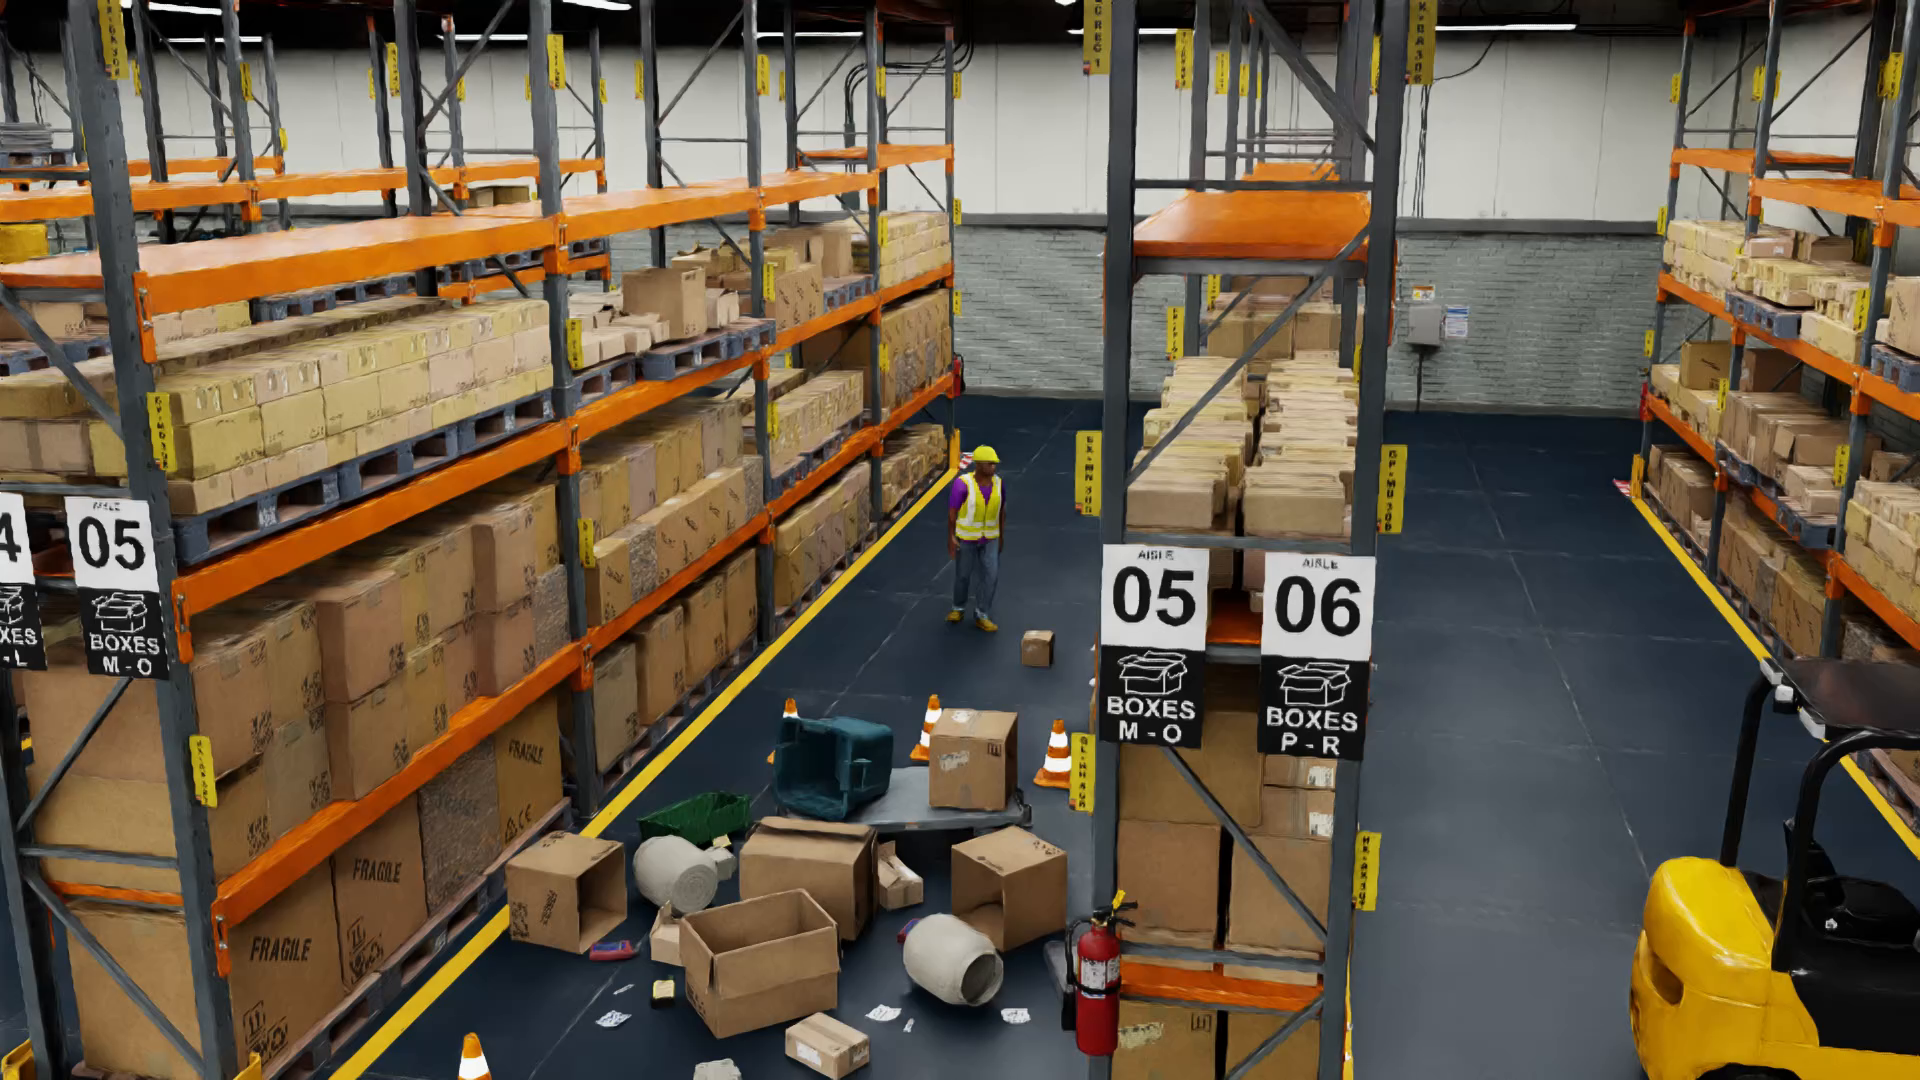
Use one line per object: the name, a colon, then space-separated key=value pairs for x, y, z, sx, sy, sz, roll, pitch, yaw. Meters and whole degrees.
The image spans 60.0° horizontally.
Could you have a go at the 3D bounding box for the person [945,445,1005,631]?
person: x=0.150 y=-0.036 z=15.620 sx=0.600 sy=1.750 sz=0.563 roll=-6 pitch=16 yaw=-20
